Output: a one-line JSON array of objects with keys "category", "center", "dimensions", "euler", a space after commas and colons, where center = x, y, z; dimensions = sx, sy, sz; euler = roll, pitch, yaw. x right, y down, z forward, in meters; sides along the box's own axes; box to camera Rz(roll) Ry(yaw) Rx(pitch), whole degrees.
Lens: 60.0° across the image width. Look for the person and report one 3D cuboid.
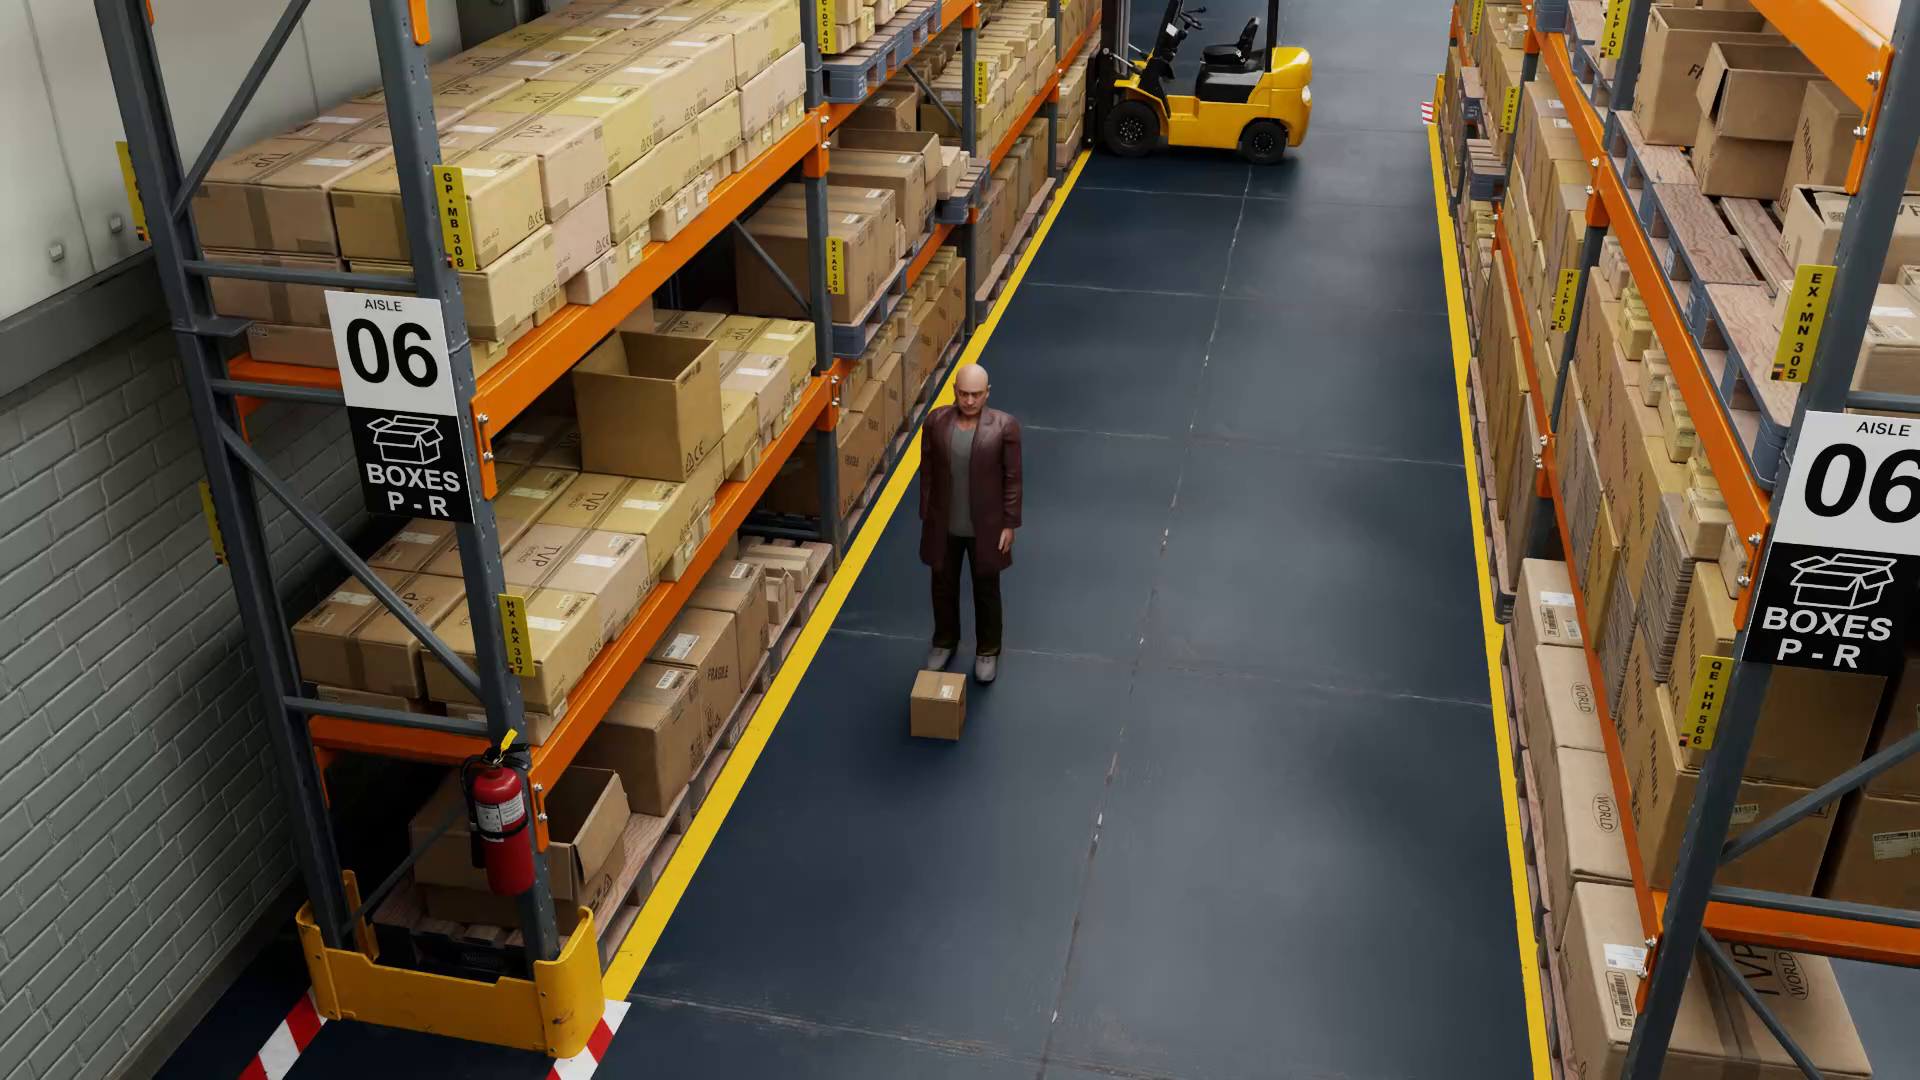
[{"category": "person", "center": [0.050, 0.002, 8.851], "dimensions": [0.561, 1.576, 0.380], "euler": [7, 29, 12]}]
